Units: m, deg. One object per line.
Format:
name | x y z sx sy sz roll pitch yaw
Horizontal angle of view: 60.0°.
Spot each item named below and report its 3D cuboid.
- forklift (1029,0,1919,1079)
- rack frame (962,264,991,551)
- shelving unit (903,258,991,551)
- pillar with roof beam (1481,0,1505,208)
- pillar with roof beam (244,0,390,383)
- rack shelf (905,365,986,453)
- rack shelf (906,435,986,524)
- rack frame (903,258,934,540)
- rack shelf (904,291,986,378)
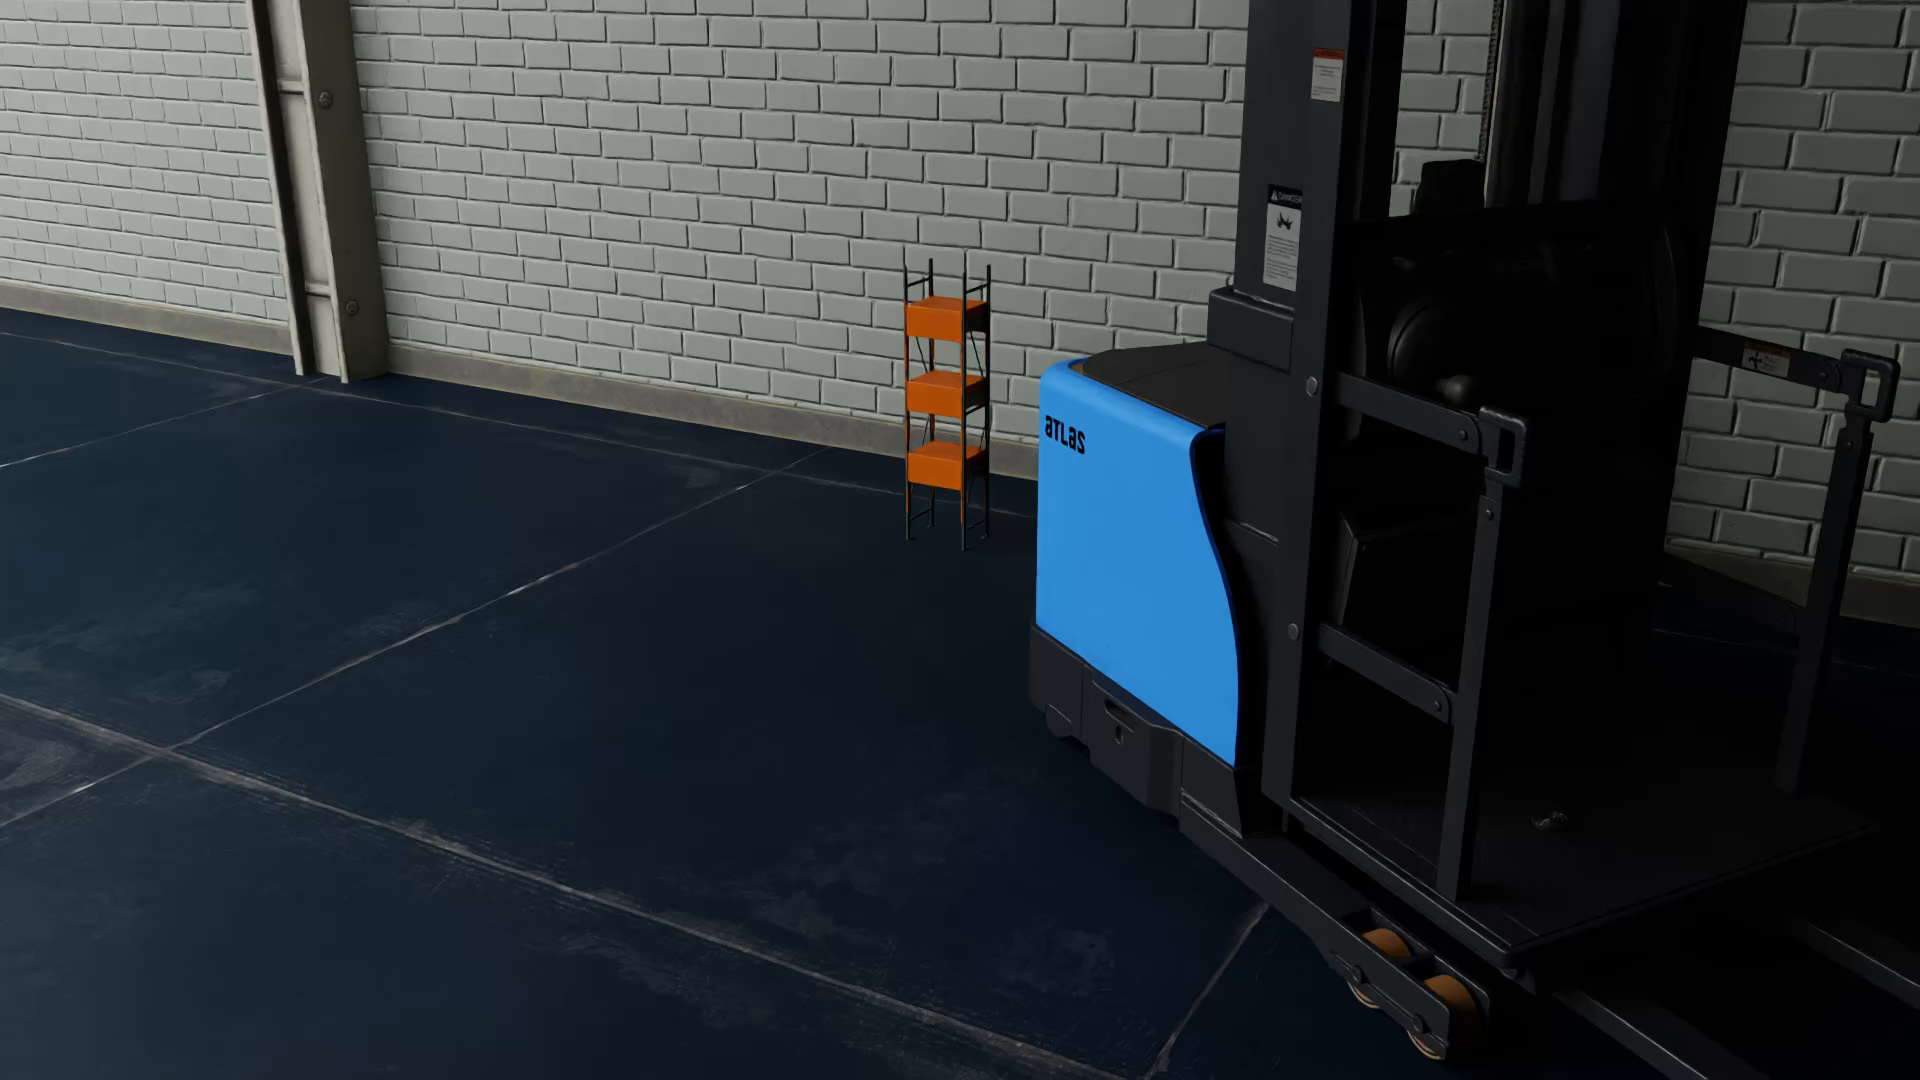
forklift | 1.312 -0.483 3.398 1.130 2.935 3.031 -10 22 -25
rack frame | 0.060 -0.482 6.155 0.008 1.050 0.200 11 23 27
shelving unit | -0.047 -0.502 6.211 0.252 1.050 0.215 11 23 27
pillar with roof beam | -0.121 -2.839 0.994 0.400 9.000 9.100 11 23 27
pillar with roof beam | -5.359 -3.836 3.745 0.400 9.000 9.100 11 23 27
rack shelf | -0.047 -0.492 6.214 0.240 0.259 0.215 11 23 27
rack shelf | -0.047 -0.231 6.309 0.240 0.259 0.215 11 23 27
rack frame | -0.153 -0.523 6.267 0.008 1.050 0.200 11 23 27
rack shelf | -0.047 -0.759 6.117 0.240 0.259 0.215 11 23 27
